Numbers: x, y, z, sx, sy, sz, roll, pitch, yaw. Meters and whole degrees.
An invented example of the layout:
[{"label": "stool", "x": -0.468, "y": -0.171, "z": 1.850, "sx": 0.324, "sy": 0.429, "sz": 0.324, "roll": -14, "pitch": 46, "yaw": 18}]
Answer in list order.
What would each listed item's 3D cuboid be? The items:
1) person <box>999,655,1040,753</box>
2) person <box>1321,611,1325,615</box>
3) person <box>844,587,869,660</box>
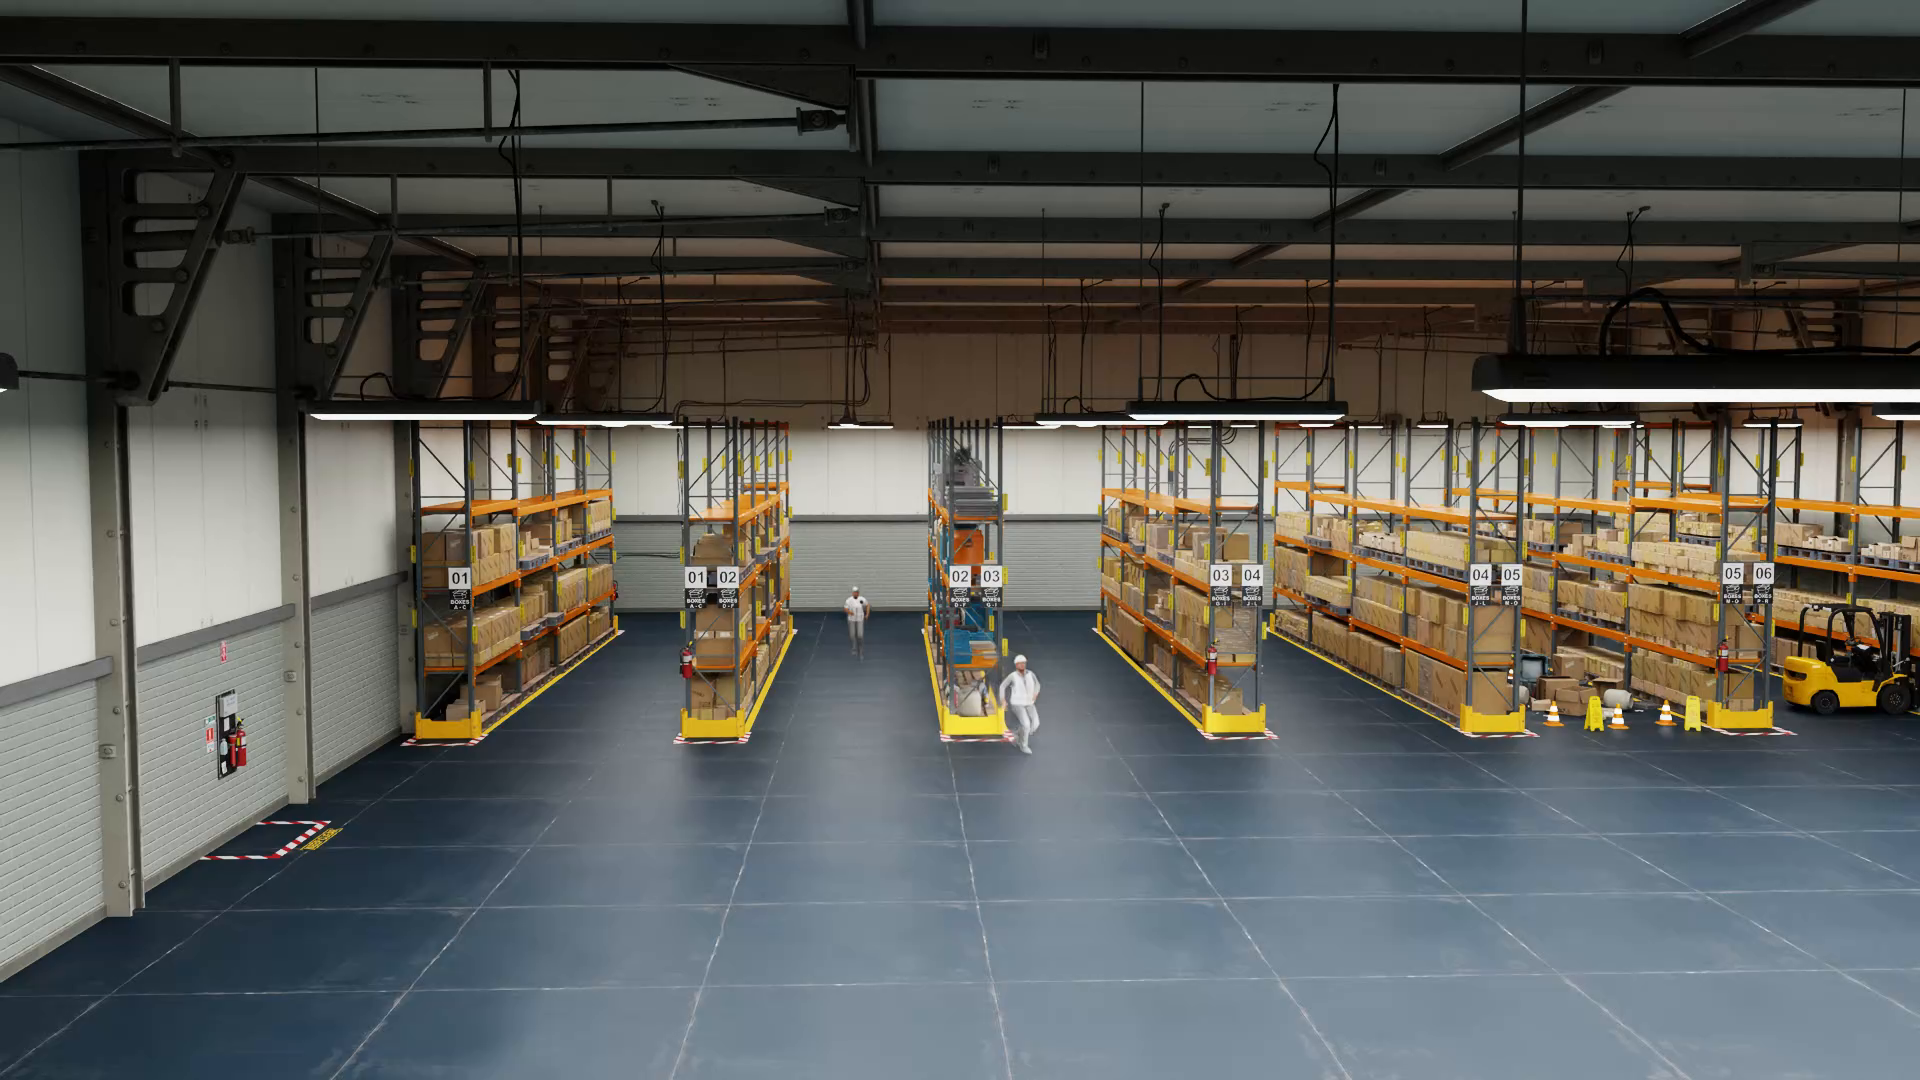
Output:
[{"label": "person", "x": 1.092, "y": 2.936, "z": 29.766, "sx": 0.791, "sy": 1.744, "sz": 0.528, "roll": -3, "pitch": 5, "yaw": -36}, {"label": "person", "x": 10.948, "y": 1.733, "z": 49.051, "sx": 0.804, "sy": 1.627, "sz": 0.561, "roll": 0, "pitch": 4, "yaw": -7}, {"label": "person", "x": -2.500, "y": 2.022, "z": 40.252, "sx": 0.619, "sy": 1.776, "sz": 0.678, "roll": 0, "pitch": 4, "yaw": -5}]
